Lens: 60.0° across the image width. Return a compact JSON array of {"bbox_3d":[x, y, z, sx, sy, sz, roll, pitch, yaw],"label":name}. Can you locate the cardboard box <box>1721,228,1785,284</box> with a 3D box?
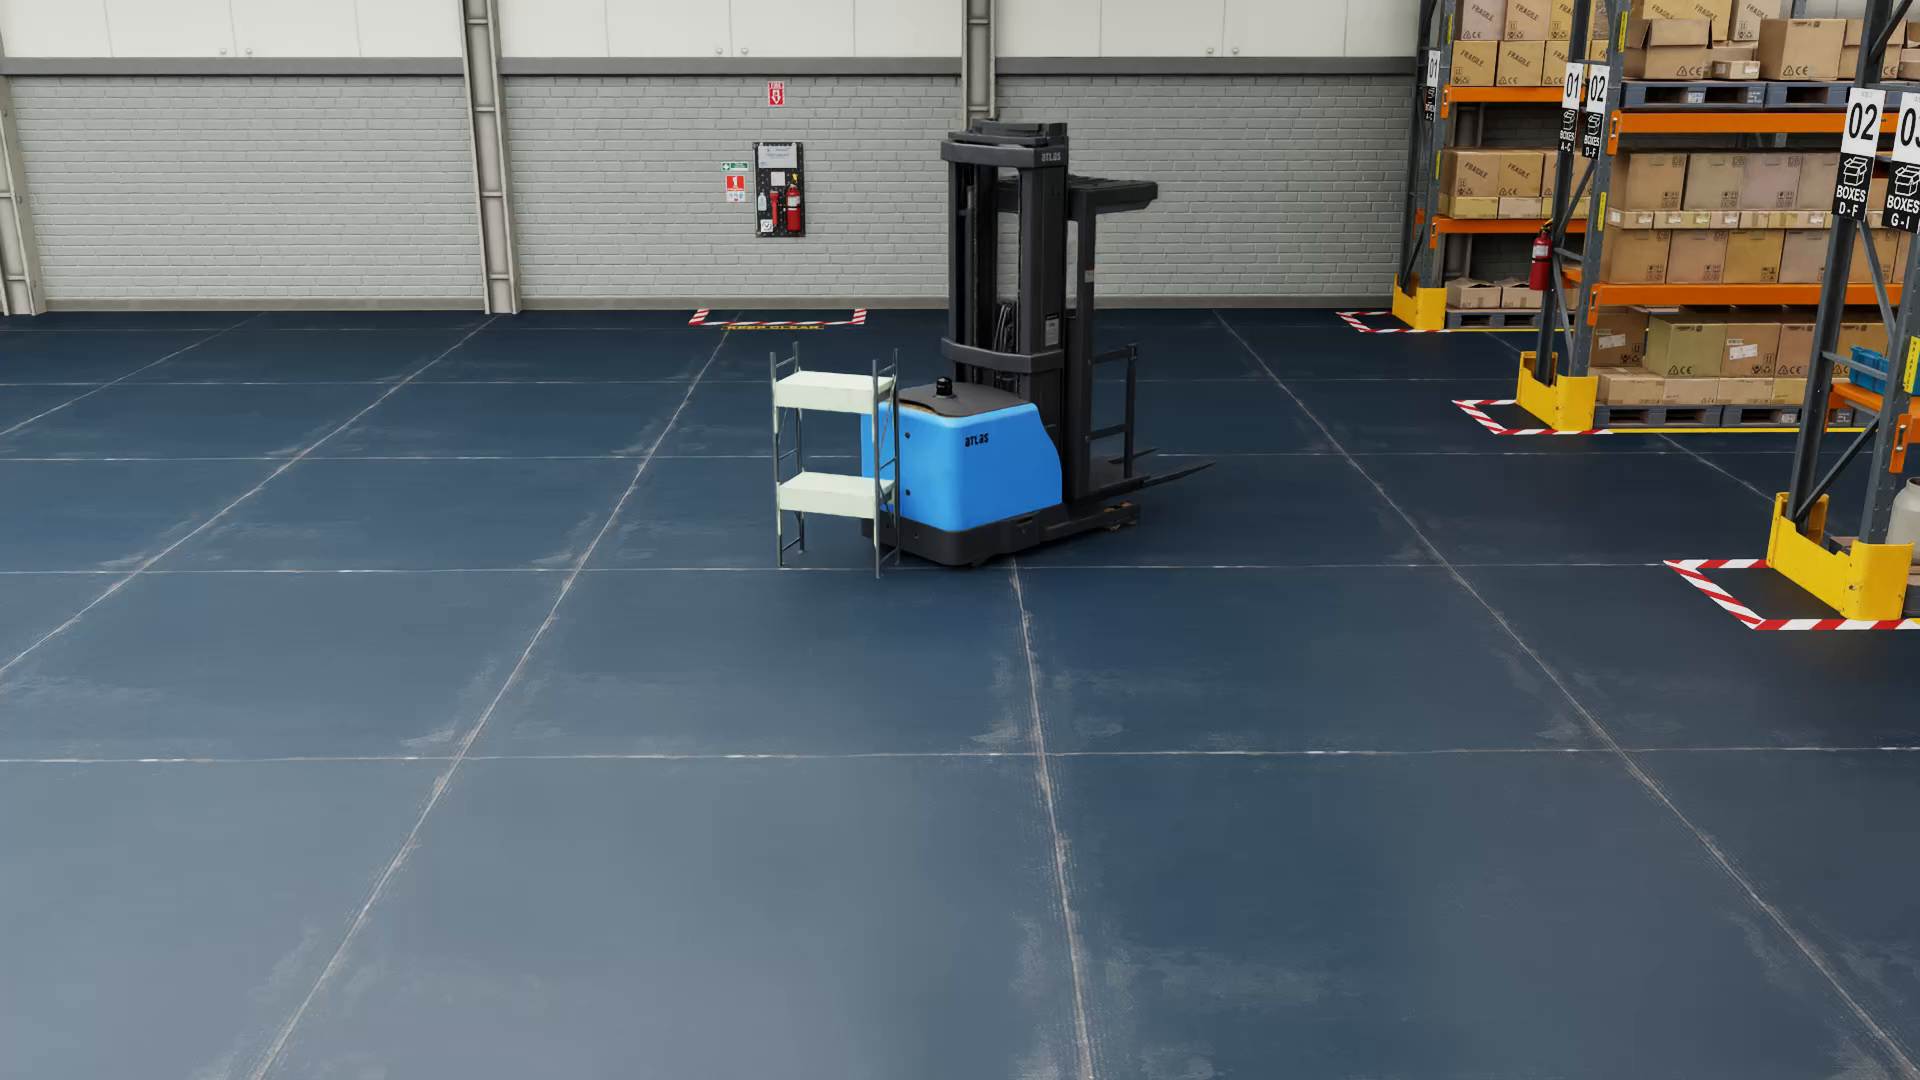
[{"bbox_3d":[7.105,-2.648,15.227,0.500,0.500,0.700,0,18,0],"label":"cardboard box"}]

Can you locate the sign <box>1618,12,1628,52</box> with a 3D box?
[{"bbox_3d":[5.620,-4.310,14.101,0.005,0.325,0.100,0,18,-1],"label":"sign"}]

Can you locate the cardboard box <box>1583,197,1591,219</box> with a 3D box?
[{"bbox_3d":[7.562,-3.963,19.703,0.500,0.250,0.500,0,18,0],"label":"cardboard box"}]

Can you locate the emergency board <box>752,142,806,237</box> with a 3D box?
[{"bbox_3d":[-2.250,-4.348,20.692,0.643,1.169,0.194,0,18,-1],"label":"emergency board"}]

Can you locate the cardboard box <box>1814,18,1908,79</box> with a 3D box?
[{"bbox_3d":[7.968,-4.391,14.829,0.637,0.503,0.797,2,18,5],"label":"cardboard box"}]

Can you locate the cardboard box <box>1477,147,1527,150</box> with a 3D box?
[{"bbox_3d":[6.506,-4.472,20.062,0.500,0.500,0.500,0,18,0],"label":"cardboard box"}]

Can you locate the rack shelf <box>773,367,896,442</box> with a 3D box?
[{"bbox_3d":[-0.835,-0.915,11.167,0.720,0.370,0.431,6,19,18],"label":"rack shelf"}]

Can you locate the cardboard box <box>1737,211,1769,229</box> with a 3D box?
[{"bbox_3d":[7.045,-2.895,14.936,0.250,0.149,0.380,-1,18,-3],"label":"cardboard box"}]

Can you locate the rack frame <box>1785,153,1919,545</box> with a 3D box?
[{"bbox_3d":[5.691,-1.084,10.517,0.127,3.000,1.000,0,18,-1],"label":"rack frame"}]

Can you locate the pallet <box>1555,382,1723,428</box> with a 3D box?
[{"bbox_3d":[6.381,-1.286,15.710,1.213,0.211,1.003,0,18,-1],"label":"pallet"}]

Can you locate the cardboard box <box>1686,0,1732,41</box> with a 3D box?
[{"bbox_3d":[8.487,-6.000,19.096,0.500,0.500,0.500,1,18,2],"label":"cardboard box"}]

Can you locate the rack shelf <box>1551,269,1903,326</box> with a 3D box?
[{"bbox_3d":[7.617,-2.264,15.373,4.000,0.370,1.077,0,18,-1],"label":"rack shelf"}]

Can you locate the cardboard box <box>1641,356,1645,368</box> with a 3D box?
[{"bbox_3d":[6.648,-1.587,15.897,0.500,0.250,0.500,0,18,-1],"label":"cardboard box"}]

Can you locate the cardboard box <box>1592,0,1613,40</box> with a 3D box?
[{"bbox_3d":[7.504,-6.155,19.581,0.500,0.500,0.500,0,18,-1],"label":"cardboard box"}]

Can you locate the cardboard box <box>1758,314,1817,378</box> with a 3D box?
[{"bbox_3d":[7.656,-1.786,15.291,0.500,0.500,0.500,0,18,-1],"label":"cardboard box"}]

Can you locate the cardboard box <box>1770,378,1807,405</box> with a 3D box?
[{"bbox_3d":[7.656,-1.429,15.406,0.500,0.250,0.500,0,18,-1],"label":"cardboard box"}]

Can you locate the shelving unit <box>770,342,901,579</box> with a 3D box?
[{"bbox_3d":[-0.835,-0.543,11.286,0.755,1.500,0.431,6,19,18],"label":"shelving unit"}]

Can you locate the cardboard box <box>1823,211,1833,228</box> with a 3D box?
[{"bbox_3d":[7.813,-2.898,14.946,0.250,0.149,0.380,0,18,1],"label":"cardboard box"}]

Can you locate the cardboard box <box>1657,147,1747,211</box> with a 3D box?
[{"bbox_3d":[6.663,-3.265,15.028,0.500,0.500,0.700,-1,18,-2],"label":"cardboard box"}]

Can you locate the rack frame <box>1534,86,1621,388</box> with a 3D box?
[{"bbox_3d":[5.617,-2.597,15.233,0.127,3.000,1.000,0,18,-1],"label":"rack frame"}]

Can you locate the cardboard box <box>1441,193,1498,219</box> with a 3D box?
[{"bbox_3d":[6.028,-3.954,19.674,0.500,0.250,0.500,-1,18,-2],"label":"cardboard box"}]

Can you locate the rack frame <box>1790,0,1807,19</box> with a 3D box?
[{"bbox_3d":[9.534,-6.986,19.093,0.127,3.000,1.000,0,18,-1],"label":"rack frame"}]

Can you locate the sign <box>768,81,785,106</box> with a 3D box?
[{"bbox_3d":[-2.259,-5.483,20.433,0.199,0.298,0.001,0,18,-1],"label":"sign"}]

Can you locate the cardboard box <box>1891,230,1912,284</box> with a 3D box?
[{"bbox_3d":[8.646,-2.655,15.251,0.500,0.500,0.700,0,18,-1],"label":"cardboard box"}]

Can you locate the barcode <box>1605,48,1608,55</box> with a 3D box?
[{"bbox_3d":[5.911,-4.451,15.150,0.075,0.075,0.001,0,18,-1],"label":"barcode"}]

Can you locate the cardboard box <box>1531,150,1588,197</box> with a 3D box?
[{"bbox_3d":[7.028,-4.316,19.575,0.500,0.500,0.500,-1,18,-3],"label":"cardboard box"}]

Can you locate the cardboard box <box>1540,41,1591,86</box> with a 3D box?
[{"bbox_3d":[6.930,-5.516,19.225,0.500,0.500,0.500,1,18,2],"label":"cardboard box"}]

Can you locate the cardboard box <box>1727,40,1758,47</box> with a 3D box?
[{"bbox_3d":[9.031,-5.537,19.290,0.500,0.500,0.500,0,18,1],"label":"cardboard box"}]

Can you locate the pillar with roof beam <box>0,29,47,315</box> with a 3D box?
[{"bbox_3d":[-11.709,-5.833,15.498,0.400,9.000,9.100,0,18,-1],"label":"pillar with roof beam"}]

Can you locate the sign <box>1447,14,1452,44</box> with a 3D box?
[{"bbox_3d":[5.544,-5.789,18.841,0.005,0.325,0.100,0,18,-1],"label":"sign"}]

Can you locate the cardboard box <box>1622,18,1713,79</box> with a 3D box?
[{"bbox_3d":[6.192,-4.343,14.678,0.637,0.503,0.797,1,18,3],"label":"cardboard box"}]

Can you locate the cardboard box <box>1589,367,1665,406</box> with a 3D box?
[{"bbox_3d":[6.157,-1.422,15.385,0.500,0.250,0.500,0,18,-1],"label":"cardboard box"}]

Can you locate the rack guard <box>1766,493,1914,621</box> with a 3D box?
[{"bbox_3d":[5.767,0.091,10.945,0.348,0.500,1.175,0,18,-1],"label":"rack guard"}]

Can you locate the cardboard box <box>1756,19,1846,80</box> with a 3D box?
[{"bbox_3d":[7.282,-4.264,14.439,0.500,0.500,0.500,0,18,-1],"label":"cardboard box"}]

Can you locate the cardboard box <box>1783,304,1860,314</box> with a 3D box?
[{"bbox_3d":[8.148,-1.953,15.810,0.500,0.500,0.500,0,18,-1],"label":"cardboard box"}]

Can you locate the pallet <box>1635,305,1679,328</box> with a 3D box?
[{"bbox_3d":[8.864,-2.787,20.392,1.213,0.211,1.003,0,18,-1],"label":"pallet"}]

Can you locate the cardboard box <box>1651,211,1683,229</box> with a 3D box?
[{"bbox_3d":[6.277,-2.892,14.926,0.250,0.149,0.380,-1,18,-2],"label":"cardboard box"}]

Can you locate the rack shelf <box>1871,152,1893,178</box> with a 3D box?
[{"bbox_3d":[7.691,-2.180,10.199,4.000,0.370,1.077,0,18,-1],"label":"rack shelf"}]

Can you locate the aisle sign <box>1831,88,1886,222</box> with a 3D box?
[{"bbox_3d":[5.615,-2.412,10.401,0.004,0.787,0.394,0,18,-1],"label":"aisle sign"}]

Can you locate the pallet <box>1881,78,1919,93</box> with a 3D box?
[{"bbox_3d":[8.764,-3.991,14.811,1.213,0.211,1.003,0,18,-1],"label":"pallet"}]

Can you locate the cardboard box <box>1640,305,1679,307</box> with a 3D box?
[{"bbox_3d":[8.497,-3.131,20.270,0.500,0.500,0.500,-2,18,-5],"label":"cardboard box"}]

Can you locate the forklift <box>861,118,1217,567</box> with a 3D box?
[{"bbox_3d":[0.714,-1.571,12.146,3.031,2.935,1.130,-16,24,-40],"label":"forklift"}]

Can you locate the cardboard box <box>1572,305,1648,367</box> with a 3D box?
[{"bbox_3d":[6.148,-1.938,15.766,0.500,0.500,0.500,0,18,-1],"label":"cardboard box"}]

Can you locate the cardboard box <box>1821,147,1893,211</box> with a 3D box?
[{"bbox_3d":[8.167,-3.273,15.051,0.500,0.500,0.700,0,18,-1],"label":"cardboard box"}]

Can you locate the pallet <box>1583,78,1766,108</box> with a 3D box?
[{"bbox_3d":[6.324,-3.979,14.774,1.213,0.211,1.003,0,18,-1],"label":"pallet"}]

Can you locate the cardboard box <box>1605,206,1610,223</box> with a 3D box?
[{"bbox_3d":[5.996,-3.014,15.306,0.250,0.149,0.380,-1,18,-2],"label":"cardboard box"}]

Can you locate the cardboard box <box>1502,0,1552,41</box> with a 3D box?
[{"bbox_3d":[6.426,-5.986,19.054,0.500,0.500,0.500,0,18,-1],"label":"cardboard box"}]

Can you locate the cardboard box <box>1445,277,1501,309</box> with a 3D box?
[{"bbox_3d":[6.228,-3.015,20.217,0.500,0.311,0.500,-2,18,-7],"label":"cardboard box"}]
